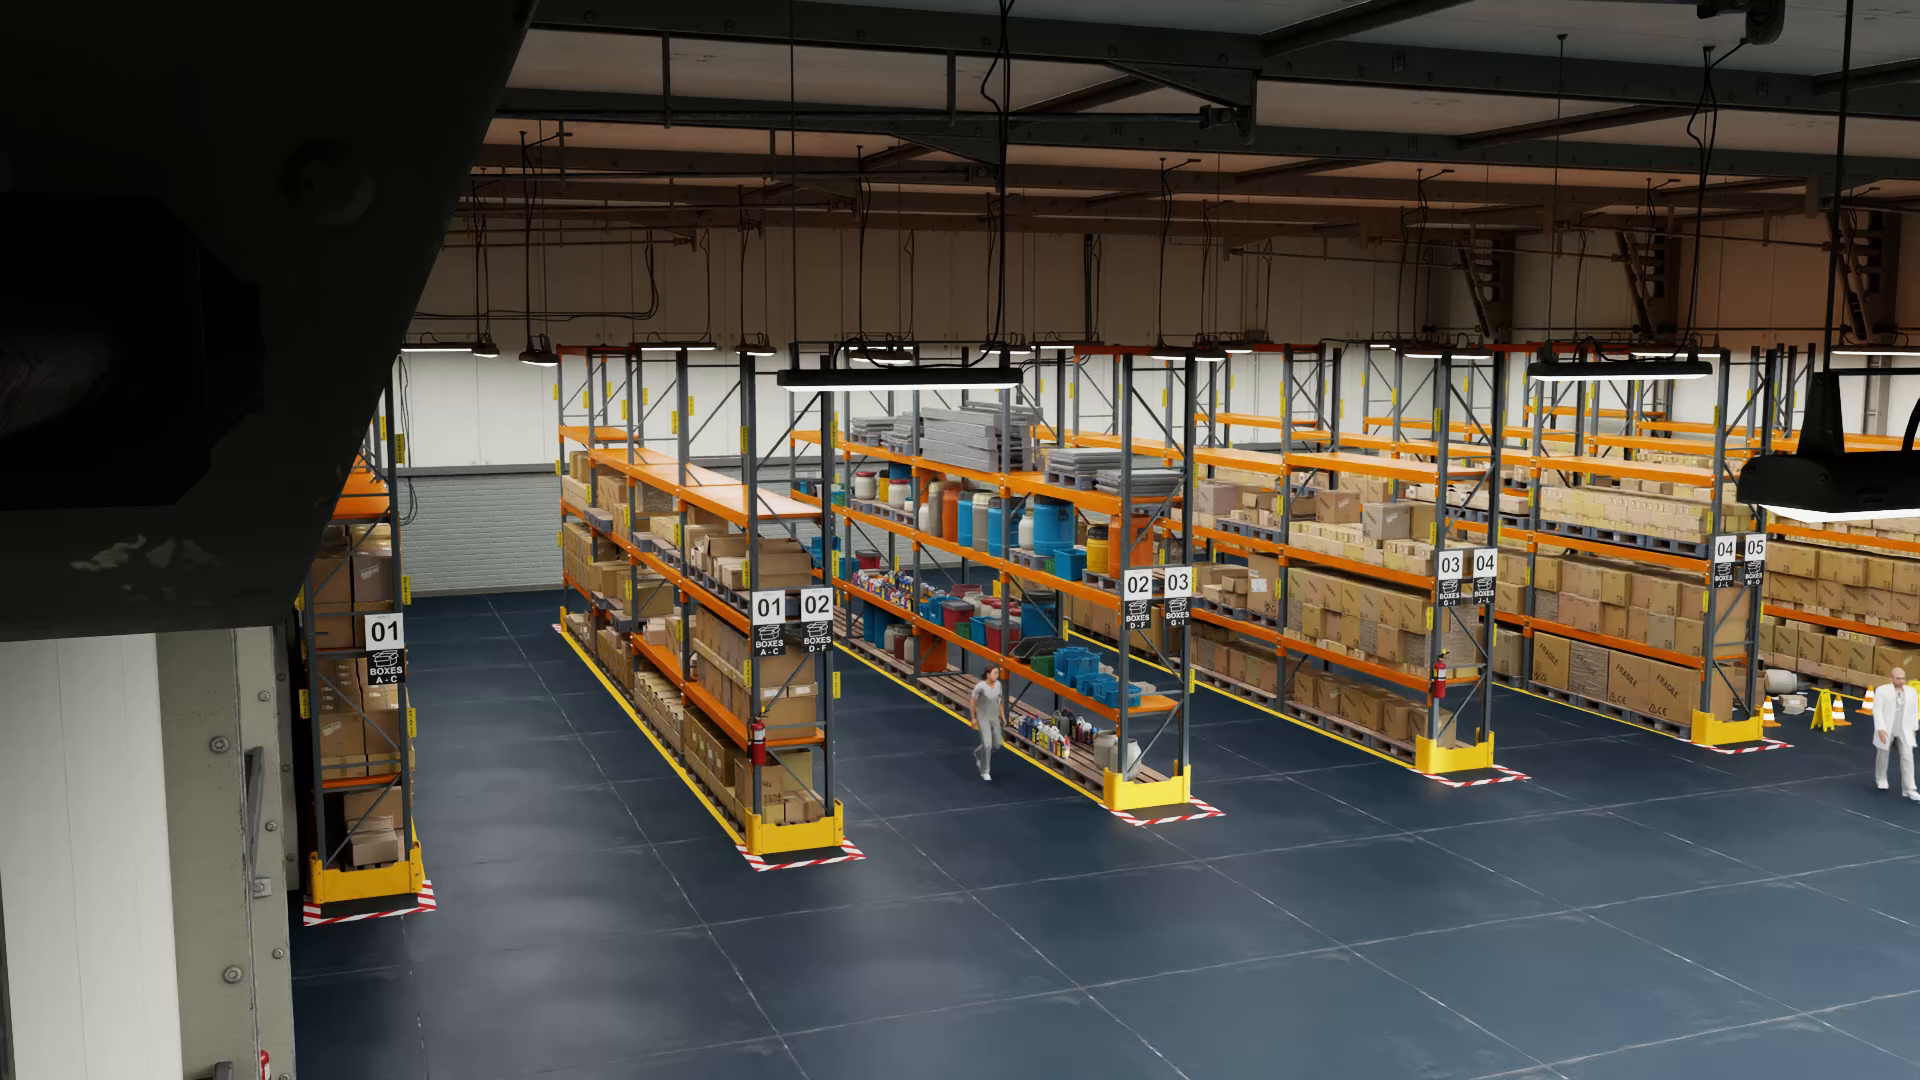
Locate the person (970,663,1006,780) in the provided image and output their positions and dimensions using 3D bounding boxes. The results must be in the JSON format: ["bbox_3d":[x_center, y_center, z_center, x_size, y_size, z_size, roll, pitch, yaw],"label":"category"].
[{"bbox_3d":[0.326,2.536,23.592,0.503,1.653,0.610,-6,9,-37],"label":"person"}]

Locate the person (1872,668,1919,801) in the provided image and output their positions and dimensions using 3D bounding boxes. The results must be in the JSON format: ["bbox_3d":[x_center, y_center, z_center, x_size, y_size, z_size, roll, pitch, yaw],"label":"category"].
[{"bbox_3d":[12.681,2.652,22.517,0.611,1.616,1.044,2,8,18],"label":"person"}]
